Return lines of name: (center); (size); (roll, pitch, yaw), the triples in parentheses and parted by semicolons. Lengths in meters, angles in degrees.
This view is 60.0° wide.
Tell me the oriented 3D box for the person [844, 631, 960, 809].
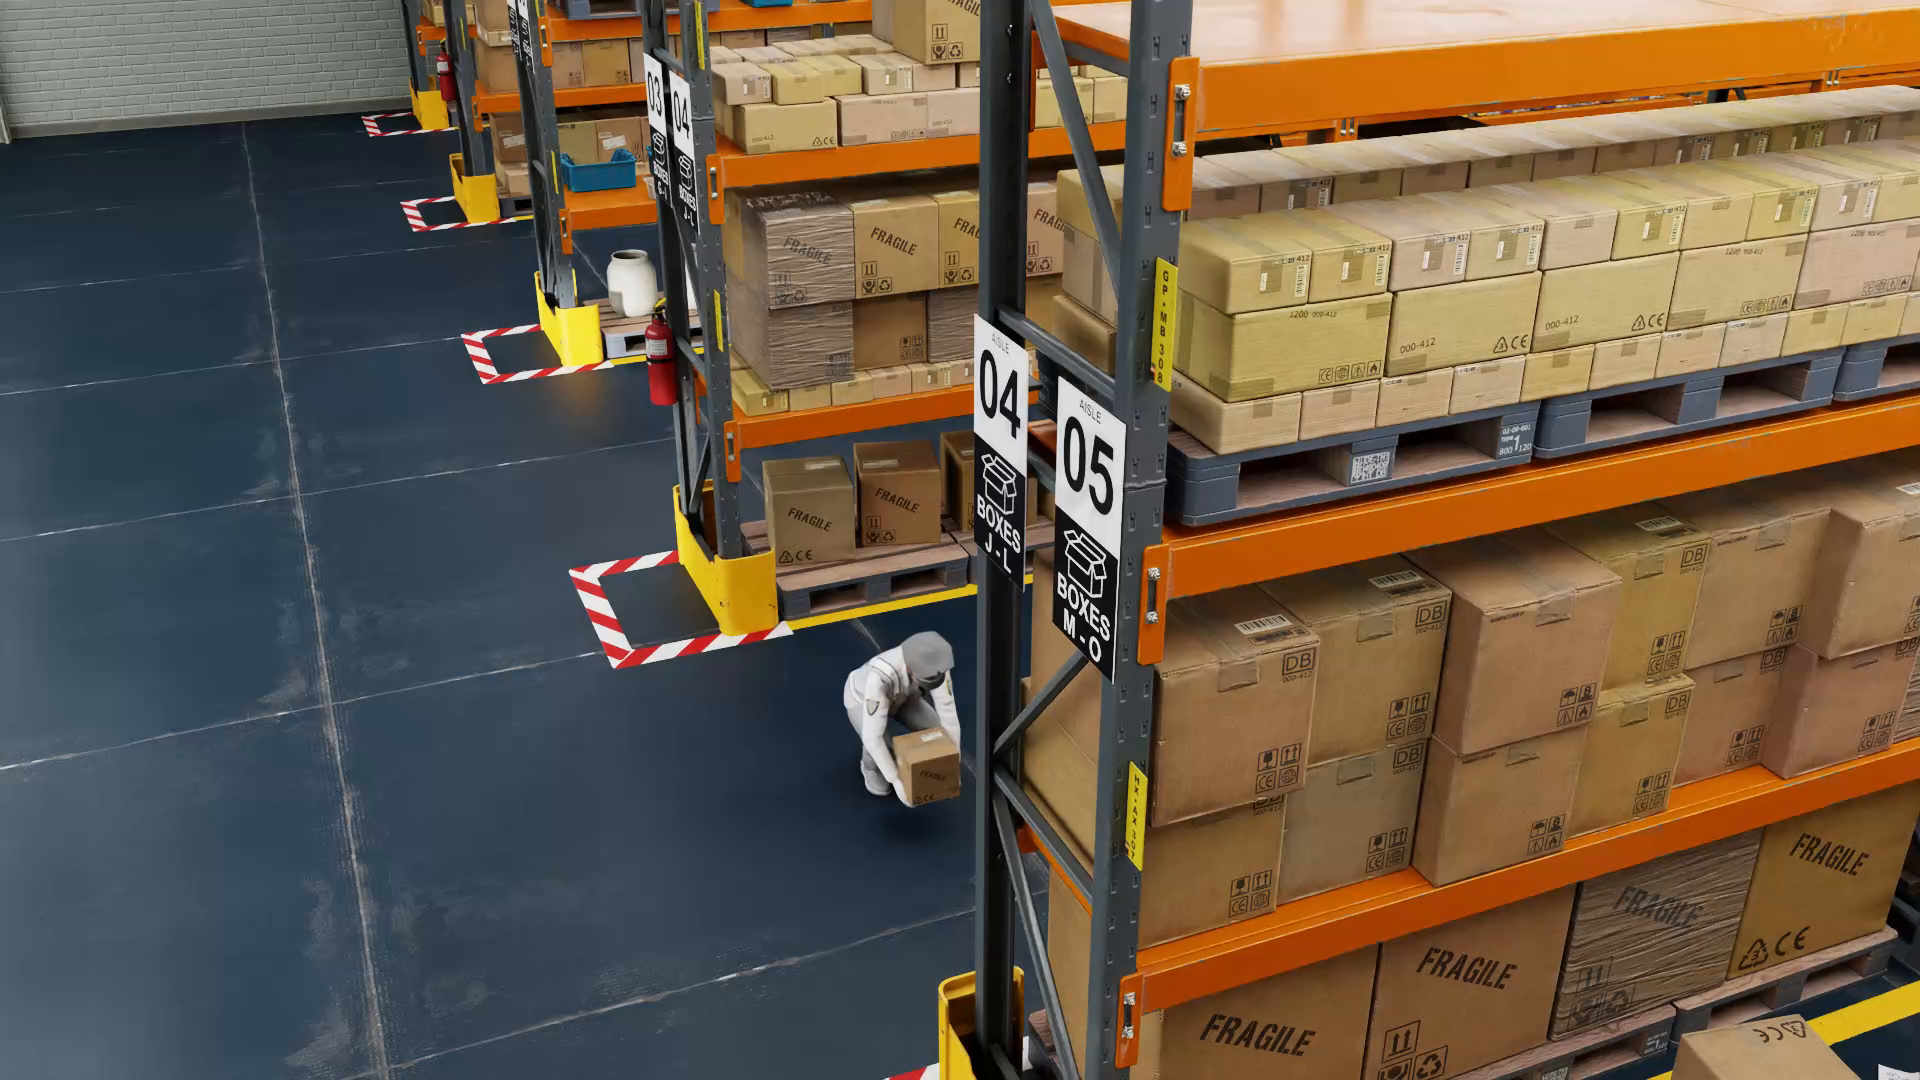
person: (-0.297, 0.826, 8.237); (0.499, 0.964, 0.822); (-11, 28, -20)
